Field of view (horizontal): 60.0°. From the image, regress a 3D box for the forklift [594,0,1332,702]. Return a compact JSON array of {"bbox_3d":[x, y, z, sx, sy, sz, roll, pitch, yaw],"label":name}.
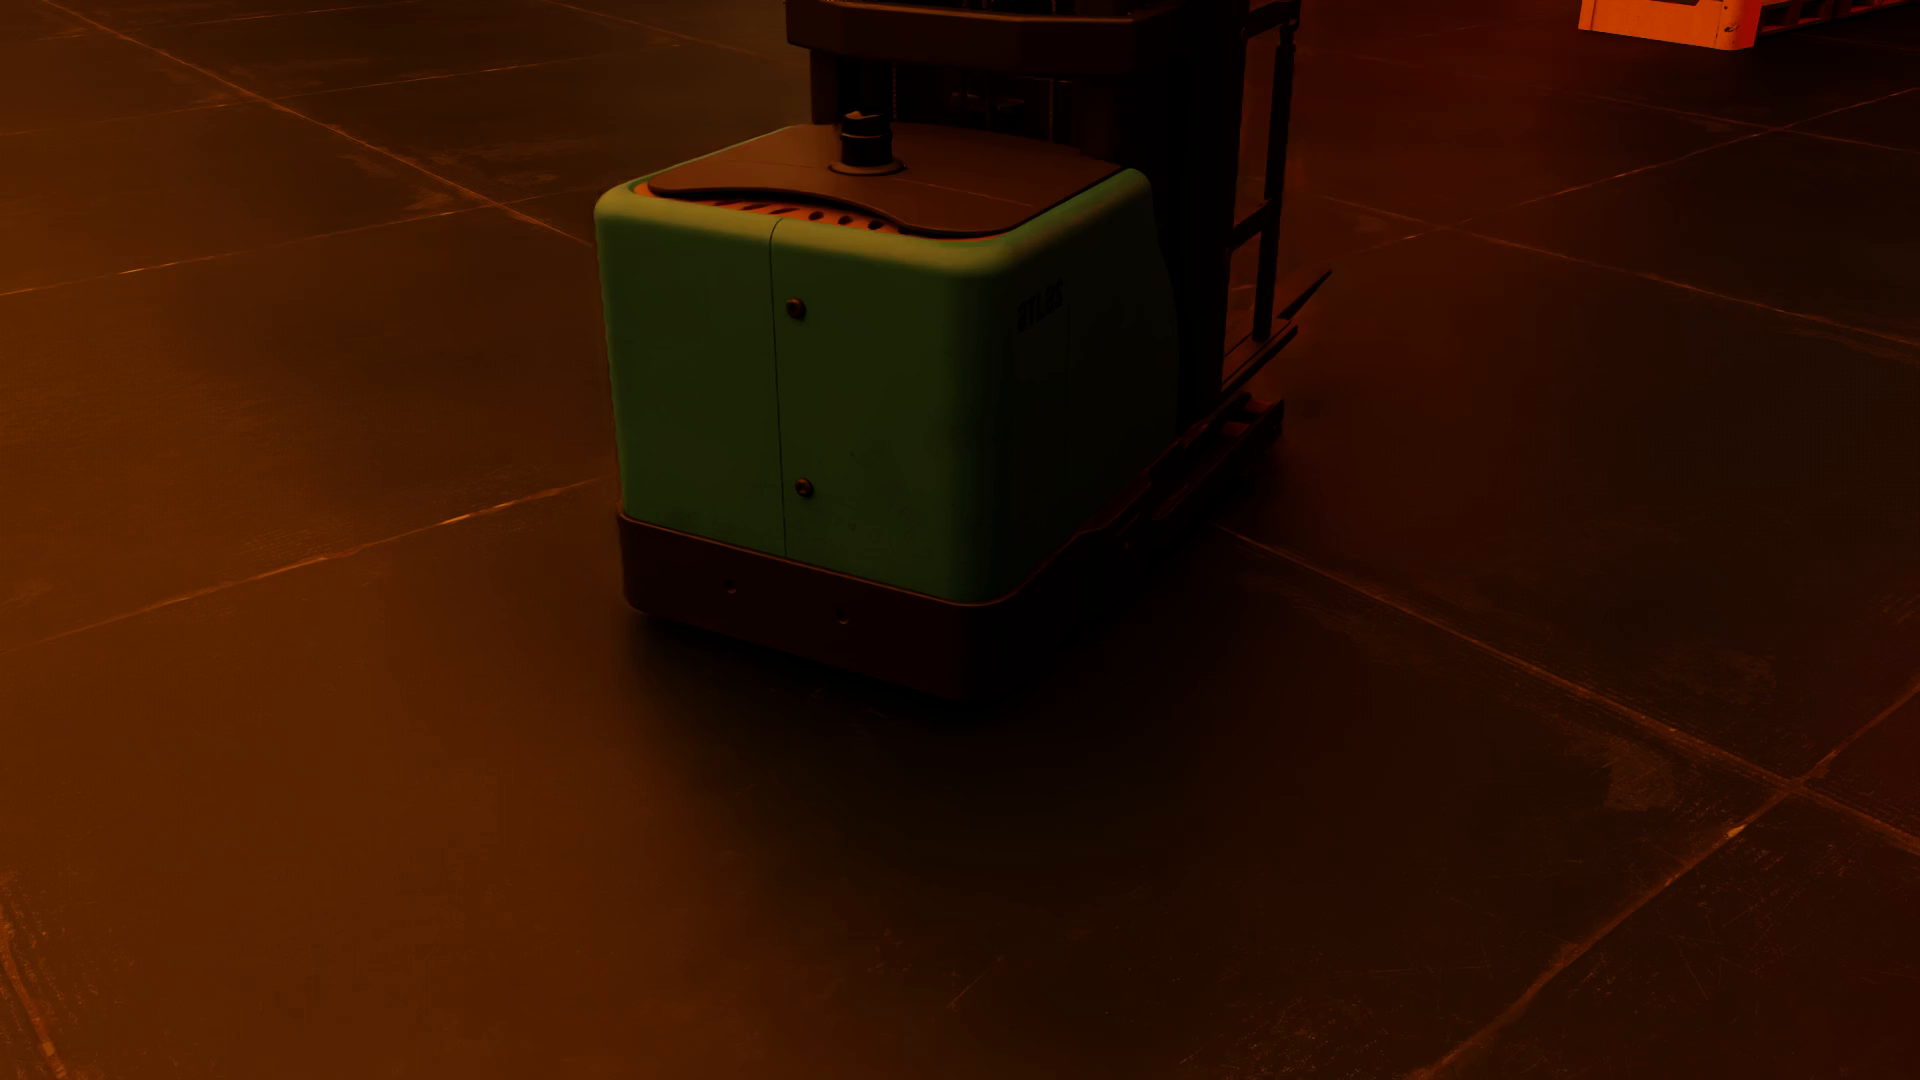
[{"bbox_3d":[0.324,-1.581,4.389,1.130,2.935,3.031,13,29,25],"label":"forklift"}]
